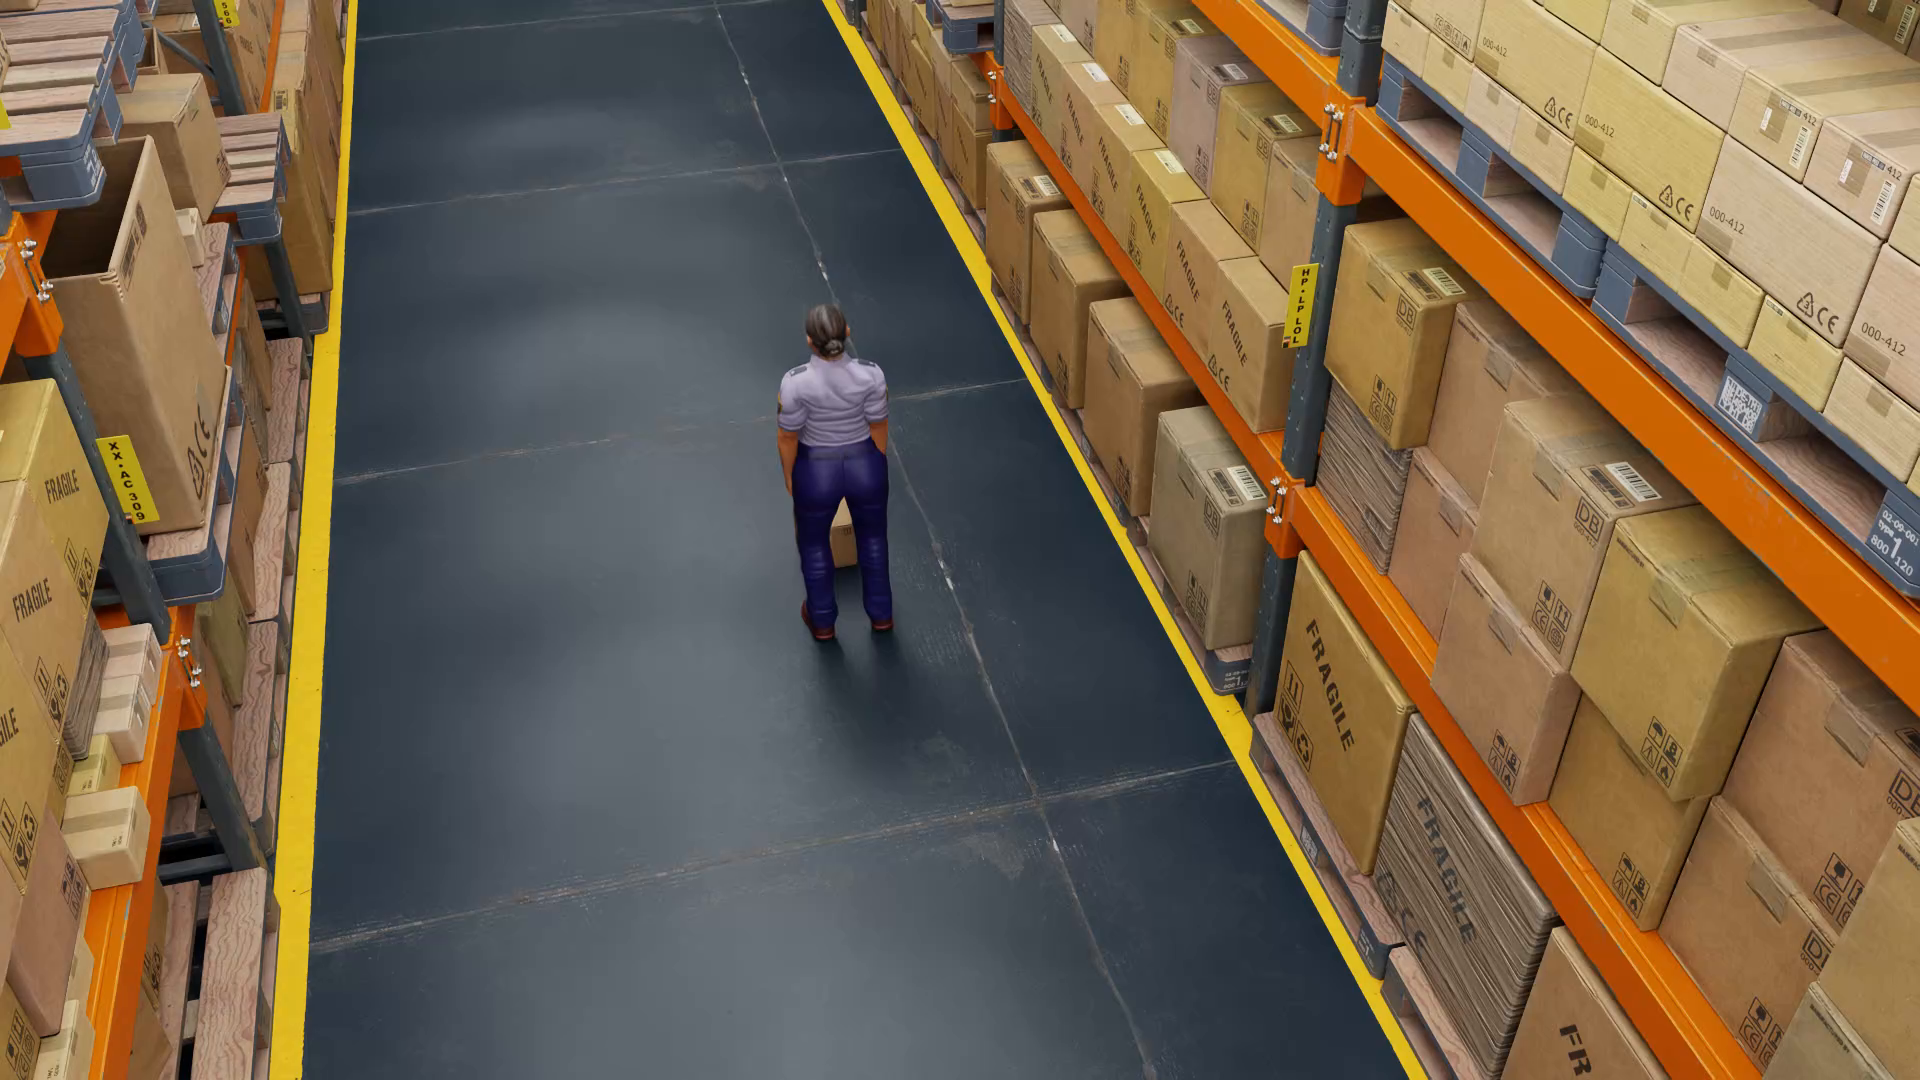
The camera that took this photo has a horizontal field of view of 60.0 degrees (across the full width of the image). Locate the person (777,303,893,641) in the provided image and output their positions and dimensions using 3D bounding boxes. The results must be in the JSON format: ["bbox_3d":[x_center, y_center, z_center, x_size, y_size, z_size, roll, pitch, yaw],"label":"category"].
[{"bbox_3d":[-0.535,-0.286,7.092,0.469,1.645,0.342,-9,39,-11],"label":"person"}]
